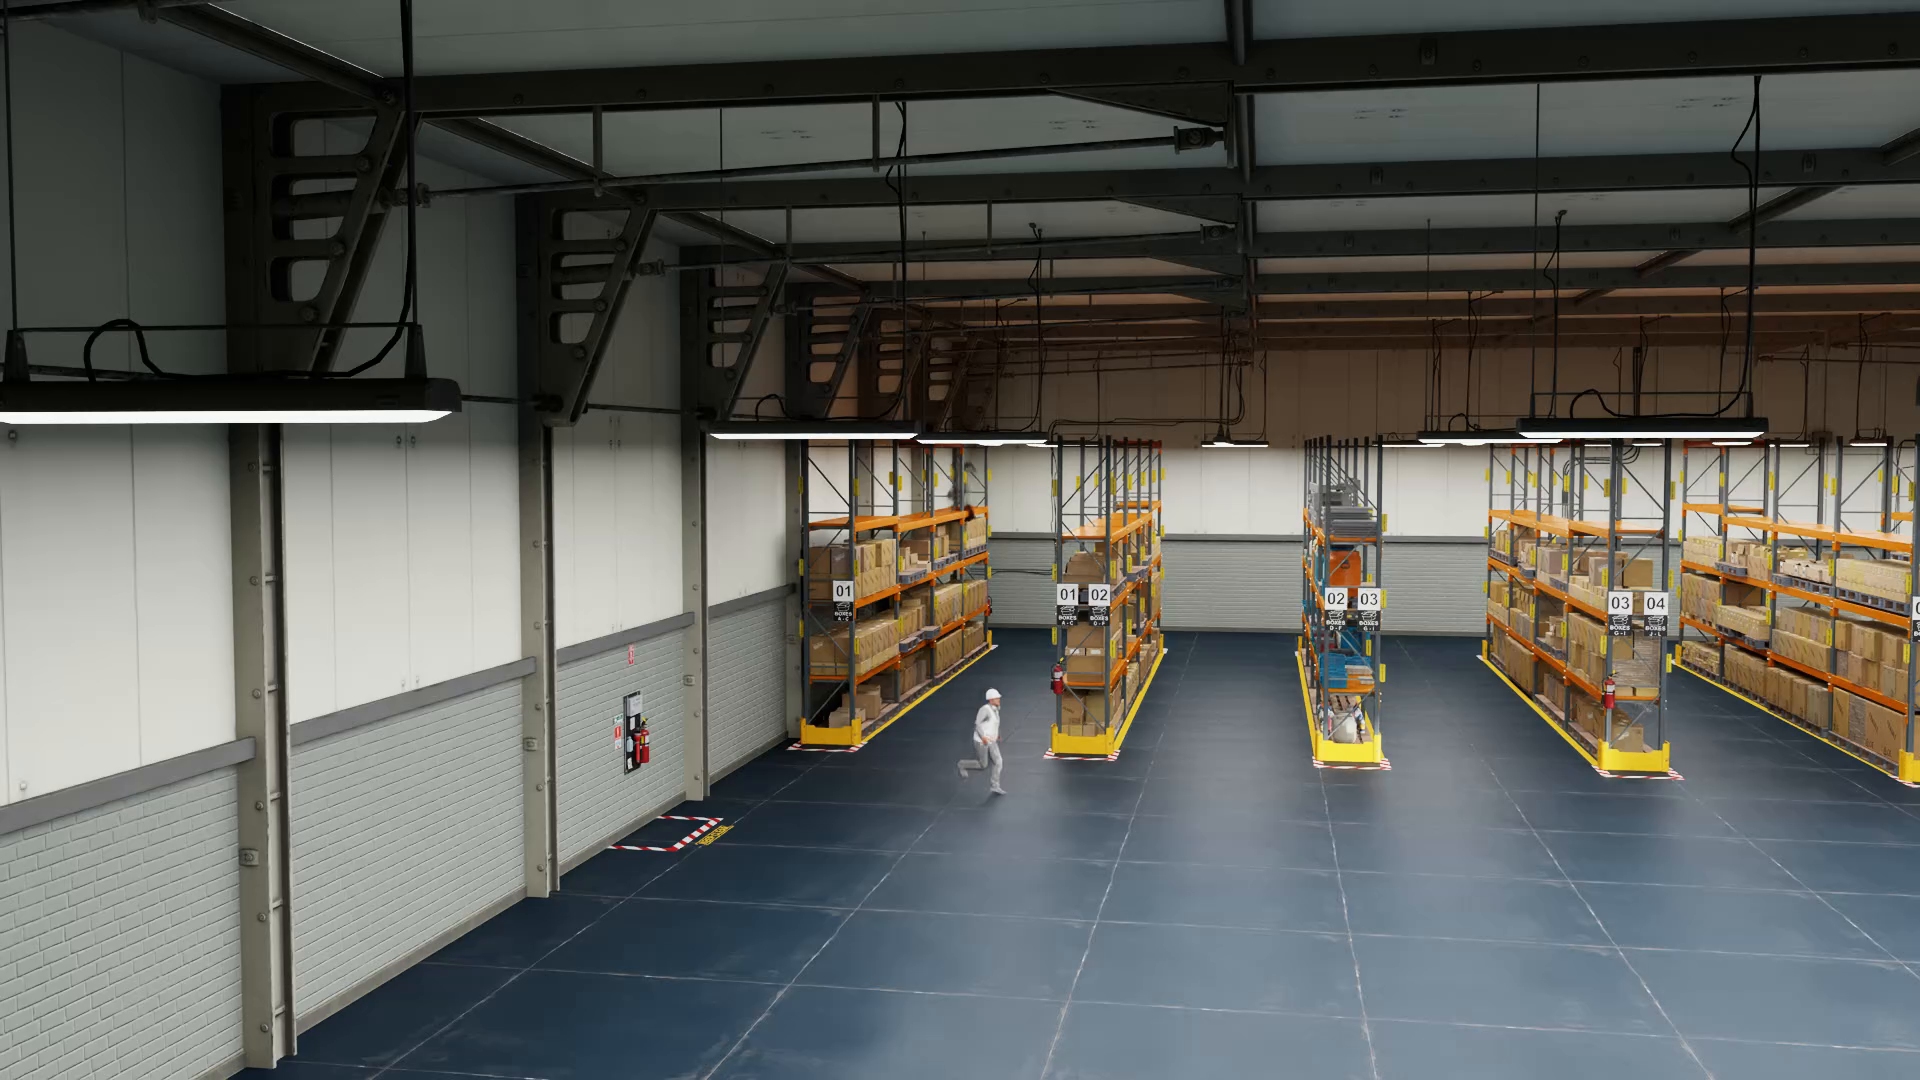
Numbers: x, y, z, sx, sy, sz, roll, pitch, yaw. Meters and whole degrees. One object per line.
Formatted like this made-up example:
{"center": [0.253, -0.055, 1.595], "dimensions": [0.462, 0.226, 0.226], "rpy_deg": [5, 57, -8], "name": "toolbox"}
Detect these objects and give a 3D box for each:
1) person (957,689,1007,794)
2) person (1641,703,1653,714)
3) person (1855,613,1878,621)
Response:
{"center": [0.386, 3.367, 27.893], "dimensions": [0.912, 1.764, 0.663], "rpy_deg": [2, 4, 30], "name": "person"}
{"center": [15.113, 2.927, 36.550], "dimensions": [0.522, 1.720, 0.998], "rpy_deg": [0, 3, 3], "name": "person"}
{"center": [24.783, 2.388, 45.533], "dimensions": [0.849, 1.765, 0.683], "rpy_deg": [0, 3, -6], "name": "person"}
